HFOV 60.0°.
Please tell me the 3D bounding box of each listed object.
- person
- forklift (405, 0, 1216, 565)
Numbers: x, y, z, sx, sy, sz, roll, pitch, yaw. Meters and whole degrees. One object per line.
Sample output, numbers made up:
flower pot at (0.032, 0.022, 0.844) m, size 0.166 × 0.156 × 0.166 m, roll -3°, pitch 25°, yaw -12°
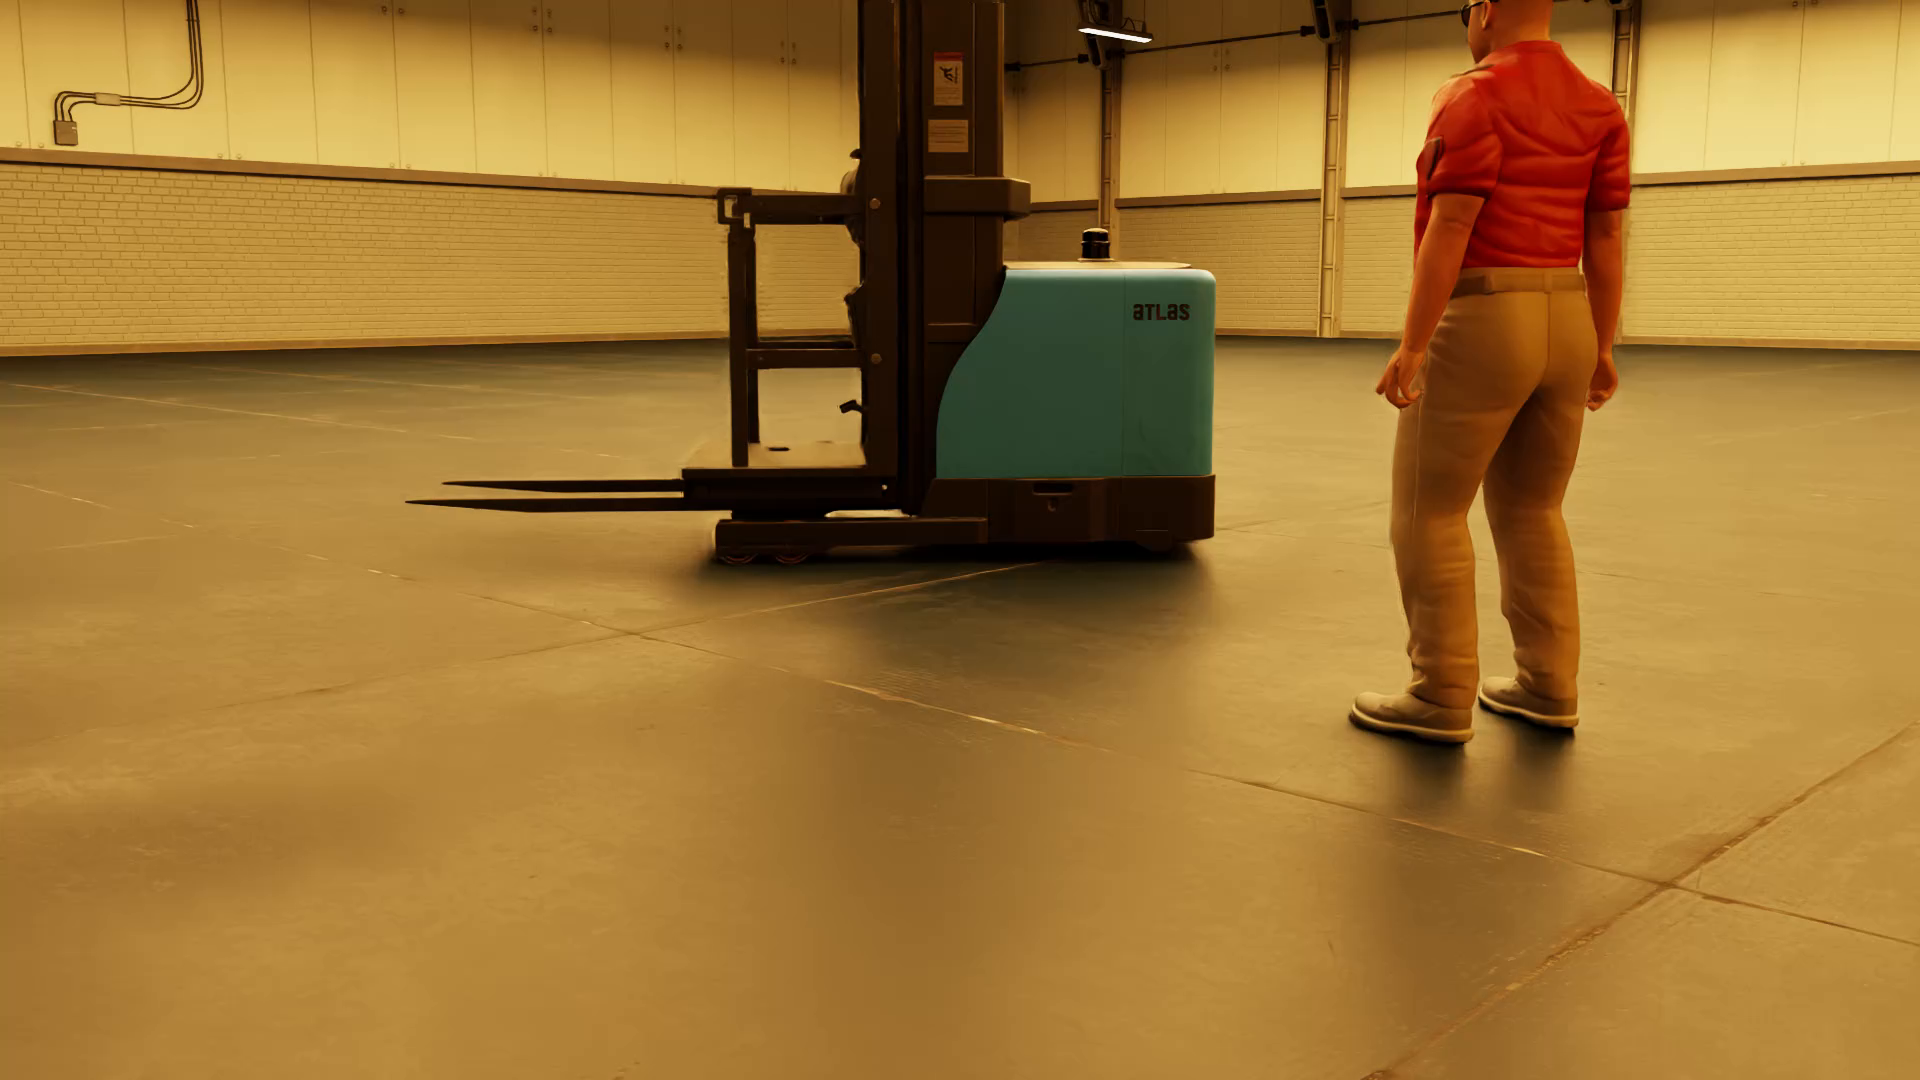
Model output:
person at (1.190, -0.424, 3.739) m, size 0.626 × 1.723 × 0.377 m, roll -4°, pitch 10°, yaw -27°
forklift at (-0.579, -1.439, 6.430) m, size 3.031 × 2.935 × 1.130 m, roll -1°, pitch 9°, yaw -4°
